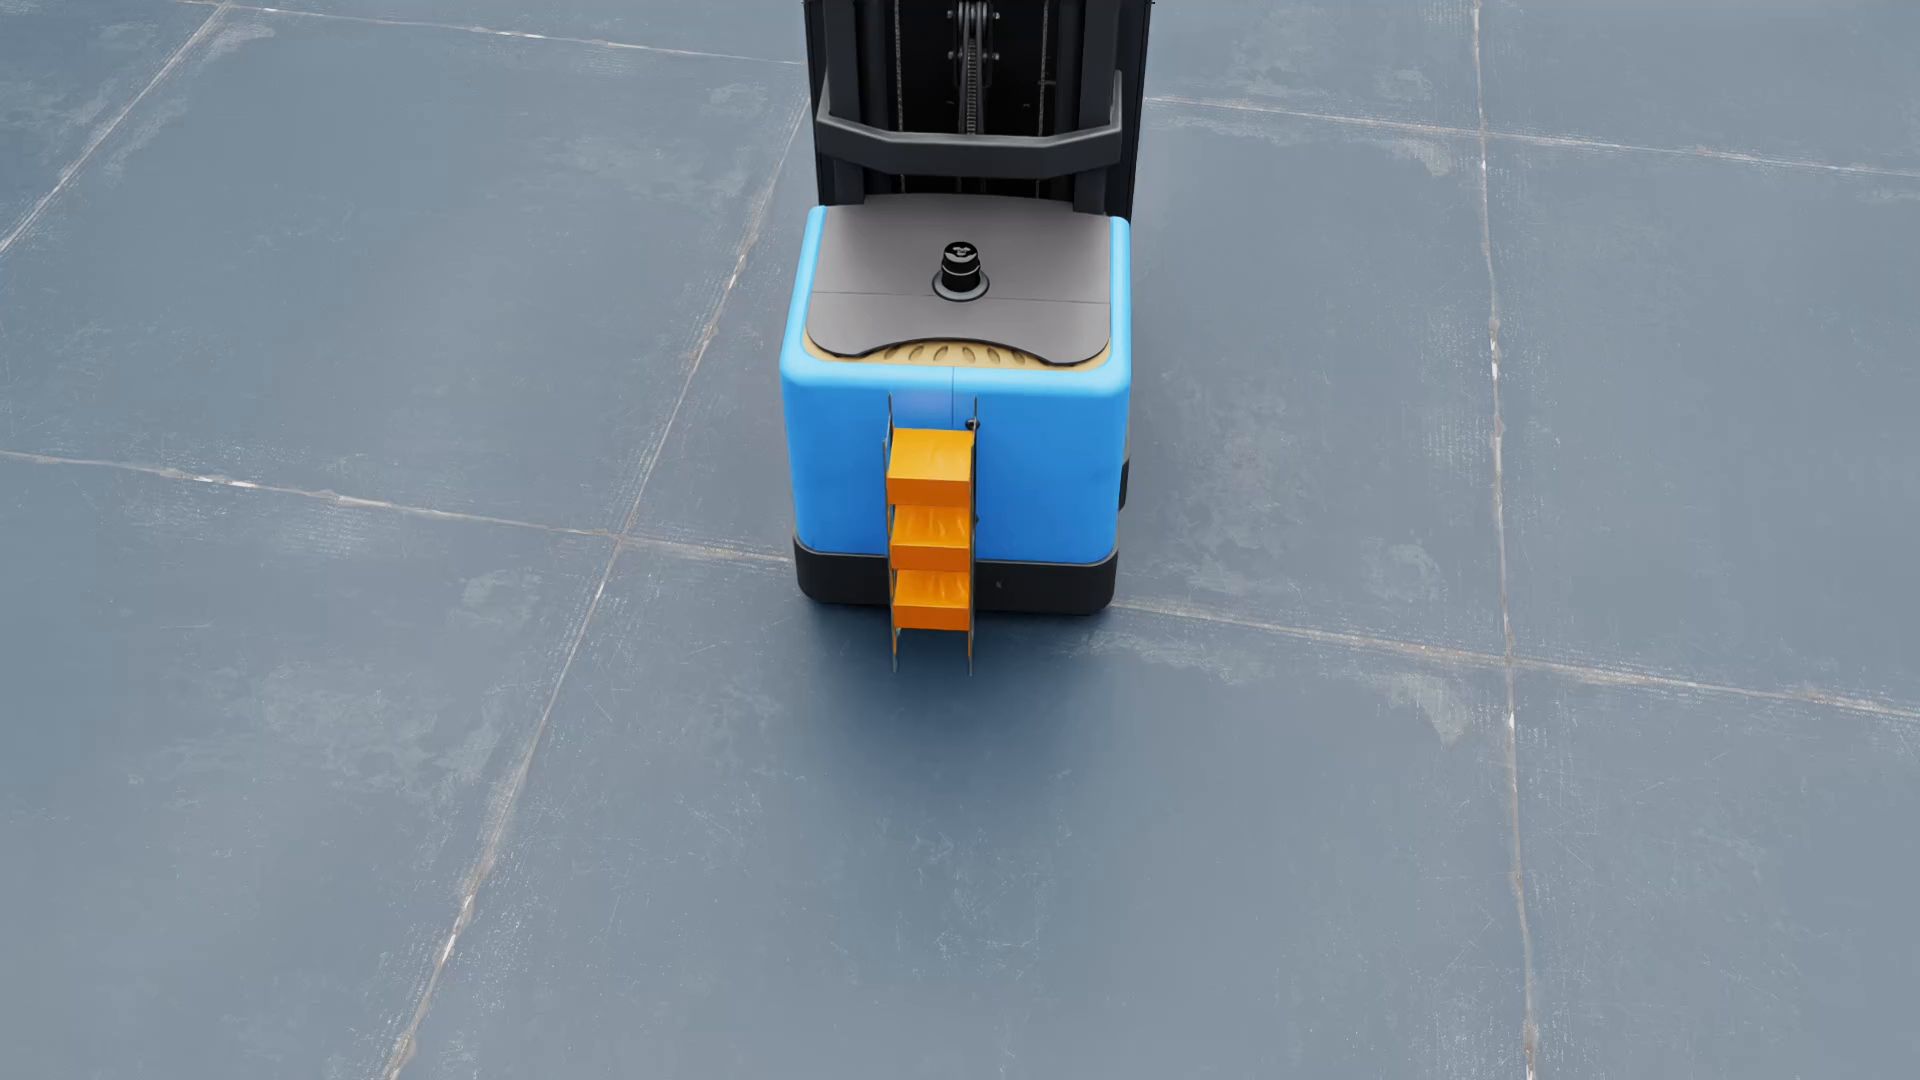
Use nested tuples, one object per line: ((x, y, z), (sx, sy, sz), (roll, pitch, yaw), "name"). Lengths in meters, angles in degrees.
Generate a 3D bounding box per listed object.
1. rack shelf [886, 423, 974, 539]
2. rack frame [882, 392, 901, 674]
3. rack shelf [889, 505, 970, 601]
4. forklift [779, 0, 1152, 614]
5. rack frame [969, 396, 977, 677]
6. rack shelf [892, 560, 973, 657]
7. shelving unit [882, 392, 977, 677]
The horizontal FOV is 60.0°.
((-0.083, -0.171, 4.831), (0.240, 0.259, 0.215), (3, 48, 2), "rack shelf")
((-0.205, 0.006, 5.039), (0.008, 1.050, 0.200), (3, 48, 2), "rack frame")
((-0.083, 0.018, 5.042), (0.240, 0.259, 0.215), (3, 48, 2), "rack shelf")
((0.069, -1.831, 5.425), (1.130, 2.935, 3.031), (3, 48, 2), "forklift")
((0.039, 0.017, 5.029), (0.008, 1.050, 0.200), (3, 48, 2), "rack frame")
((-0.083, 0.204, 5.249), (0.240, 0.259, 0.215), (3, 48, 2), "rack shelf")
((-0.083, 0.011, 5.034), (0.252, 1.050, 0.215), (3, 48, 2), "shelving unit")
